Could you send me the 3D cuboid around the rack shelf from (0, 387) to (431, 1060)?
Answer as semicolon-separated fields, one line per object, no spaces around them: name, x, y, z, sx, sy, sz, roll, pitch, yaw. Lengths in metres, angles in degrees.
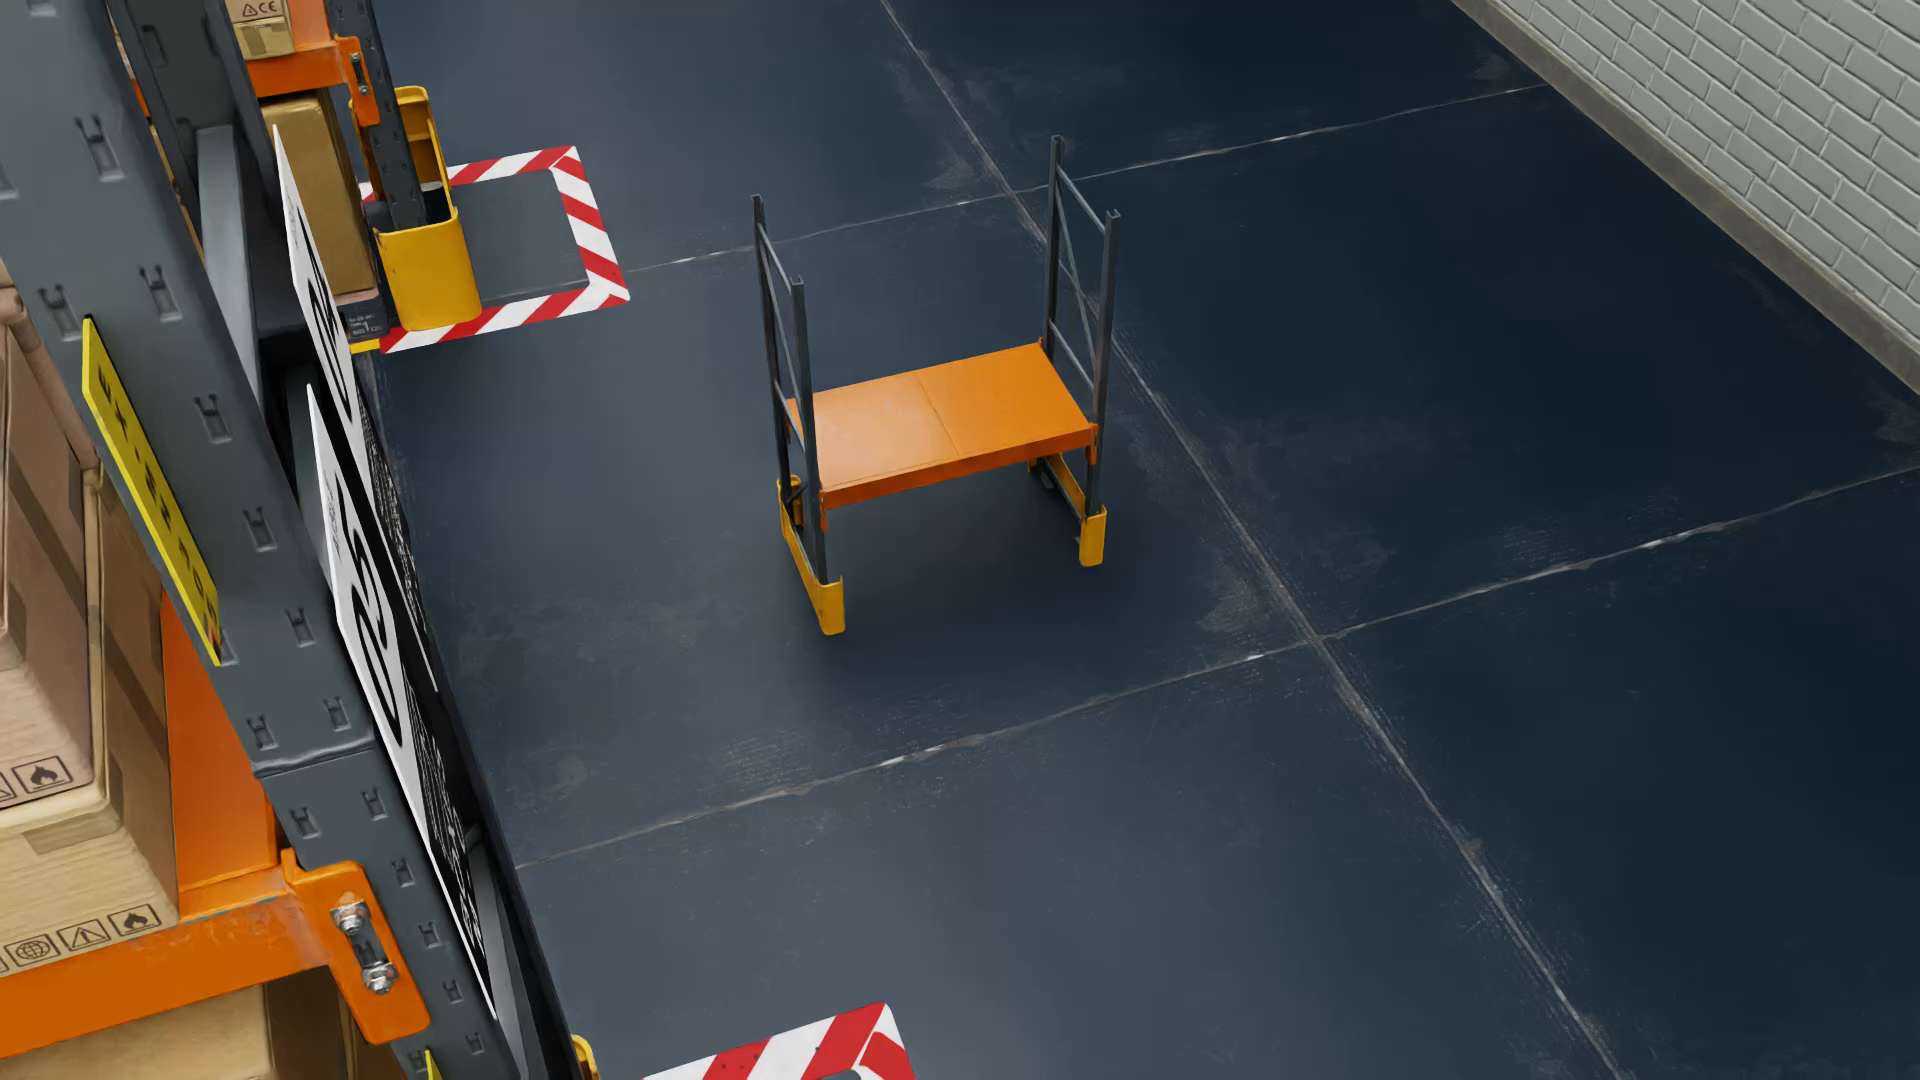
rack shelf;-2.737;0.641;1.884;4.000;0.370;1.077;-14;47;-14

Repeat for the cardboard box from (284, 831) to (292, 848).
cardboard box;-1.369;0.403;2.744;0.500;0.500;0.500;-15;47;-14

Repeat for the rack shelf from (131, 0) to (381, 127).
rack shelf;-4.326;-1.629;6.264;4.000;0.370;1.077;-14;47;-14

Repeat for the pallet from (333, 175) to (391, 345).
pallet;-3.171;-1.135;7.232;1.213;0.211;1.003;-14;47;-14

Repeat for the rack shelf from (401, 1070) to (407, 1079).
rack shelf;-2.737;1.700;2.946;4.000;0.370;1.077;-14;47;-14

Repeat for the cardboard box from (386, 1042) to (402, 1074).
cardboard box;-1.372;0.748;3.106;0.500;0.500;0.500;-12;46;-12

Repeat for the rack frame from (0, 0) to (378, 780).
rack frame;-0.856;-1.153;1.046;0.127;3.000;1.000;-14;47;-14

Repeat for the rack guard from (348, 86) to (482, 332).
rack guard;-2.423;-1.487;7.379;0.348;0.500;1.175;-14;47;-14

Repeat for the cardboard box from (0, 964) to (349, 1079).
cardboard box;-1.202;0.747;2.401;0.500;0.500;0.500;-15;47;-15

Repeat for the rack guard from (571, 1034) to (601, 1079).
rack guard;-0.928;1.865;4.038;0.348;0.500;1.175;-14;47;-14

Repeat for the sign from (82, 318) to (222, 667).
sign;-0.687;-0.032;1.421;0.005;0.325;0.100;-14;47;-14

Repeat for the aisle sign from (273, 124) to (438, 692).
aisle sign;-0.889;-0.170;2.466;0.004;0.787;0.394;-14;47;-14

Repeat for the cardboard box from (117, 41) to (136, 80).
cardboard box;-3.150;-1.847;6.150;0.250;0.149;0.380;-14;47;-14

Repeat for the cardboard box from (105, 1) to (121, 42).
cardboard box;-3.288;-2.001;6.022;0.500;0.250;0.500;-15;47;-15

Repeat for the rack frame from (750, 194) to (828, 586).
rack frame;-0.558;-0.387;5.576;0.032;1.500;0.500;-14;47;-14

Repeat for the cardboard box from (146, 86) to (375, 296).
cardboard box;-3.020;-1.555;6.885;0.875;0.875;0.875;-14;47;-14

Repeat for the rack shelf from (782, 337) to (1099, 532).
rack shelf;-0.080;-0.382;5.826;1.000;0.185;0.538;-14;47;-14

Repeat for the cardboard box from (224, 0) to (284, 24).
cardboard box;-2.811;-2.123;6.144;0.500;0.250;0.500;-15;47;-14

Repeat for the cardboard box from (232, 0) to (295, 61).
cardboard box;-2.668;-1.970;6.273;0.250;0.149;0.380;-14;47;-13

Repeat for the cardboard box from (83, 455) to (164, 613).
cardboard box;-1.365;-0.103;2.223;0.500;0.250;0.500;-13;46;-12

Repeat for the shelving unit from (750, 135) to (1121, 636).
shelving unit;-0.072;-0.511;5.701;1.083;1.500;0.587;-14;47;-14

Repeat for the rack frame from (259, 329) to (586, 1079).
rack frame;-0.856;0.965;3.171;0.127;3.000;1.000;-14;47;-14

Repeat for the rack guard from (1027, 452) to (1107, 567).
rack guard;0.397;-0.190;6.263;0.087;0.250;0.587;-14;47;-14

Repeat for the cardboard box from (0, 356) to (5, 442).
cardboard box;-1.069;-0.083;1.568;0.250;0.149;0.380;-15;47;-14

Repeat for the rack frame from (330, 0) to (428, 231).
rack frame;-2.445;-2.364;6.488;0.127;3.000;1.000;-14;47;-14

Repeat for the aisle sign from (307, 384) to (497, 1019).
aisle sign;-0.686;0.229;2.068;0.004;0.787;0.394;-14;47;-14

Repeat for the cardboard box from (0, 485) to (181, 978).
cardboard box;-1.194;0.245;1.877;0.500;0.250;0.500;-15;47;-15

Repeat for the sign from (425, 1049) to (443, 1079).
sign;-0.687;0.819;2.275;0.005;0.325;0.100;-14;47;-14

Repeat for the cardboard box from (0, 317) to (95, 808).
cardboard box;-1.203;0.063;1.705;0.500;0.250;0.500;-16;47;-15

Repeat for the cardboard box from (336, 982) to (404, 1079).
cardboard box;-1.191;1.104;2.751;0.500;0.500;0.500;-13;47;-13

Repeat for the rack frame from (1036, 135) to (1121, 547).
rack frame;0.398;-0.631;5.820;0.032;1.500;0.500;-14;47;-14

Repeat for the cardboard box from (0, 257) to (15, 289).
cardboard box;-1.238;-0.432;1.917;0.250;0.149;0.380;-15;47;-14

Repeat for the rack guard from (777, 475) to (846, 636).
rack guard;-0.540;0.050;6.024;0.087;0.250;0.587;-14;47;-14

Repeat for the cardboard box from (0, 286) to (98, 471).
cardboard box;-1.367;-0.283;2.049;0.500;0.250;0.500;-14;47;-13
